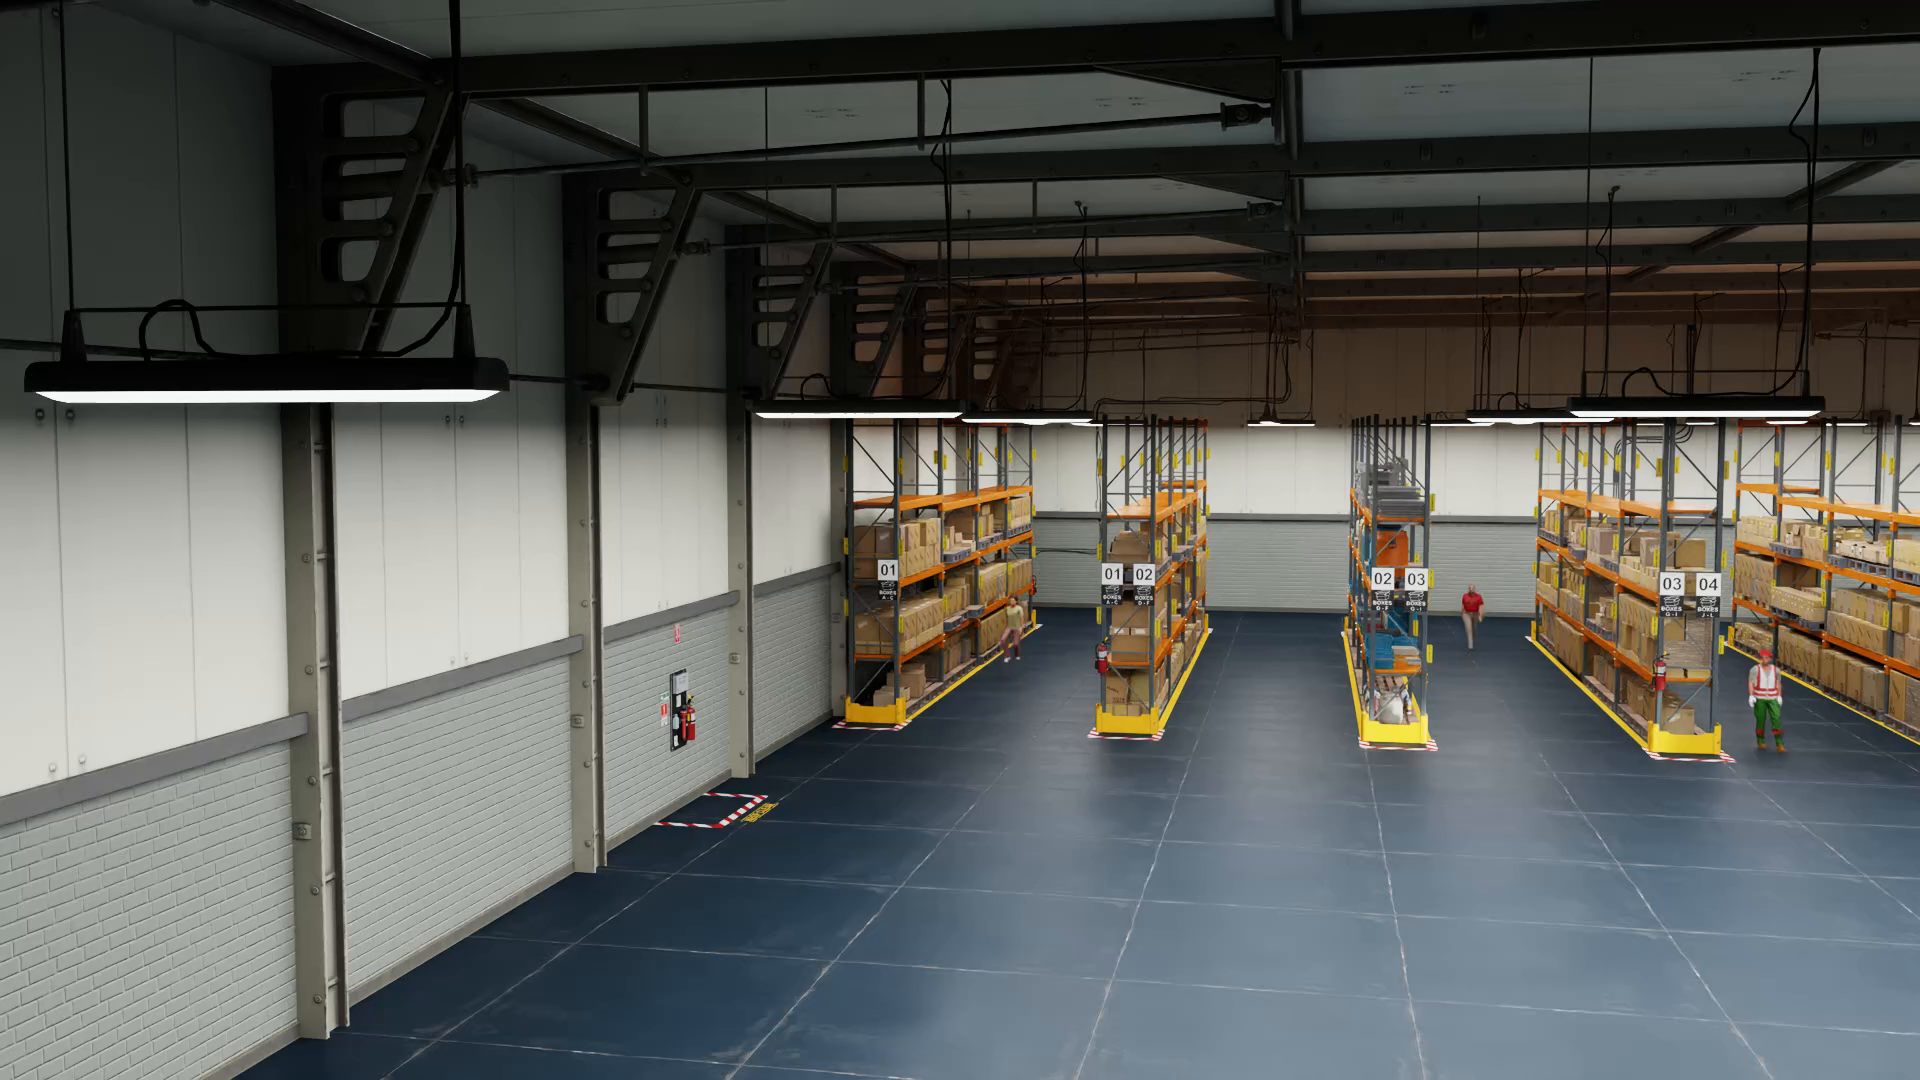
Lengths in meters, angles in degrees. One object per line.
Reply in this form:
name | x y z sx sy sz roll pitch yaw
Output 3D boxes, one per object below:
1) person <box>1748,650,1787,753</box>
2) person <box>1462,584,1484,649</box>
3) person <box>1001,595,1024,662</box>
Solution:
person | 14.371 2.853 29.603 0.597 1.780 0.732 1 4 17
person | 13.403 1.984 43.422 0.492 1.659 1.093 0 4 1
person | 1.259 2.069 39.124 0.492 1.561 0.686 1 4 21
